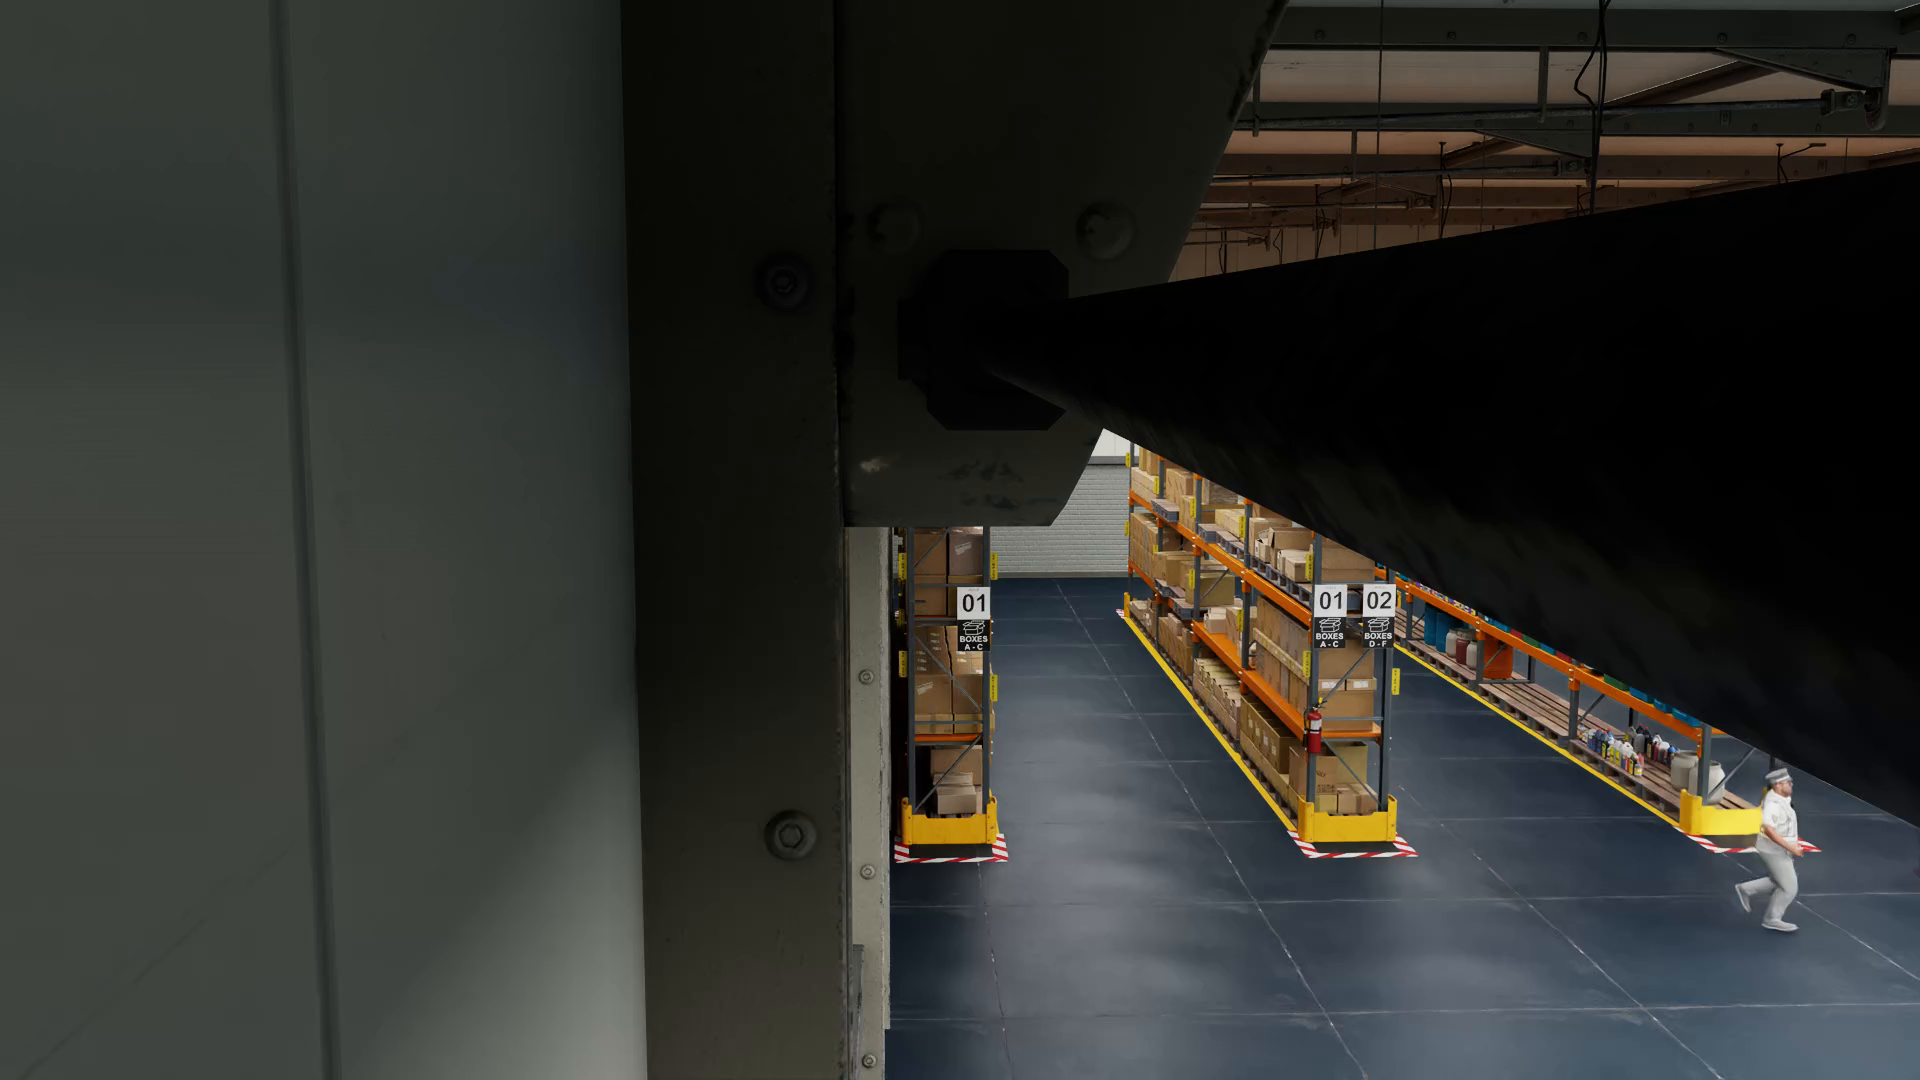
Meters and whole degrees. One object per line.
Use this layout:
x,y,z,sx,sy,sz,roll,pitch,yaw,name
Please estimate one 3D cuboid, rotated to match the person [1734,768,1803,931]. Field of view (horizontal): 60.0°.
8.534,3.230,17.524,0.631,1.728,0.710,4,8,26,person
